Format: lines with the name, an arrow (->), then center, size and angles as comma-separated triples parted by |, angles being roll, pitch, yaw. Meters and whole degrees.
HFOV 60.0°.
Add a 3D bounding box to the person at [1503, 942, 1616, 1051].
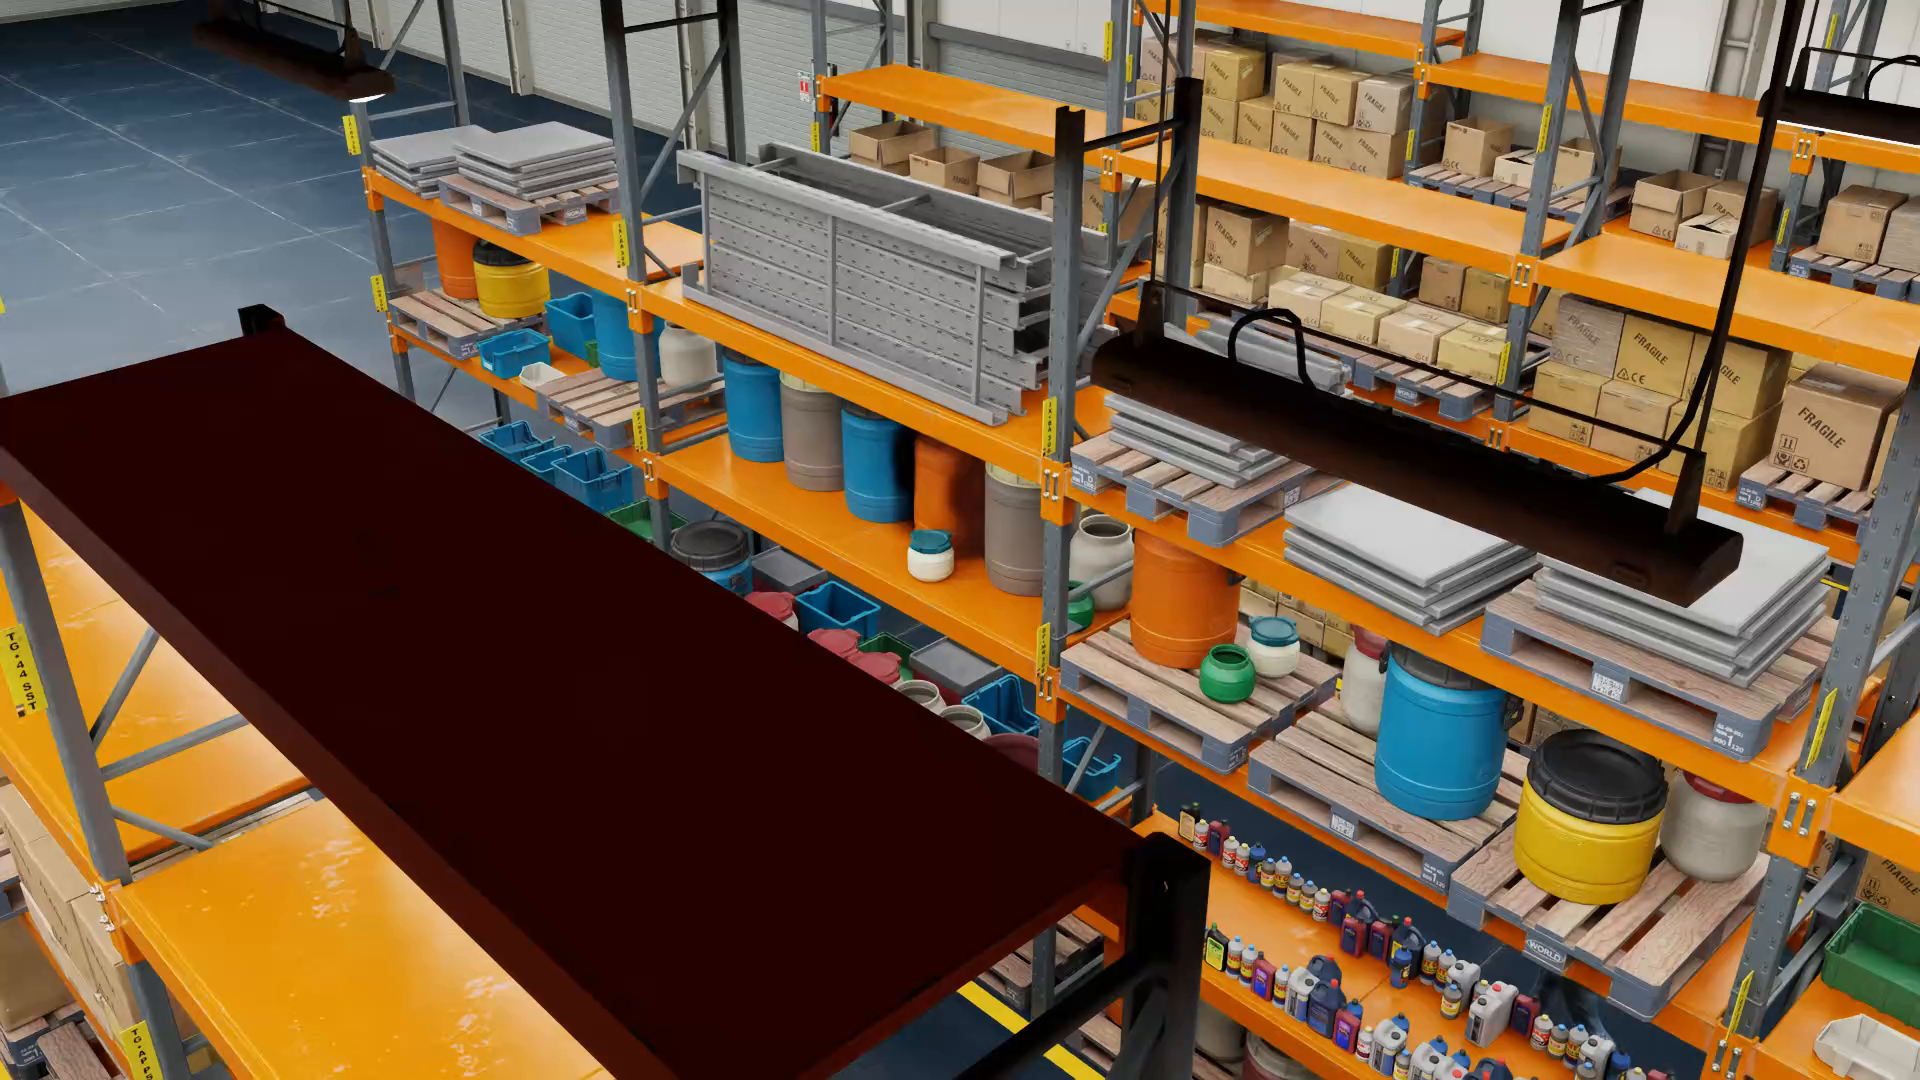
person -> 3.803, 2.583, 10.275 | 0.699, 1.708, 1.003 | -22, 35, -35
